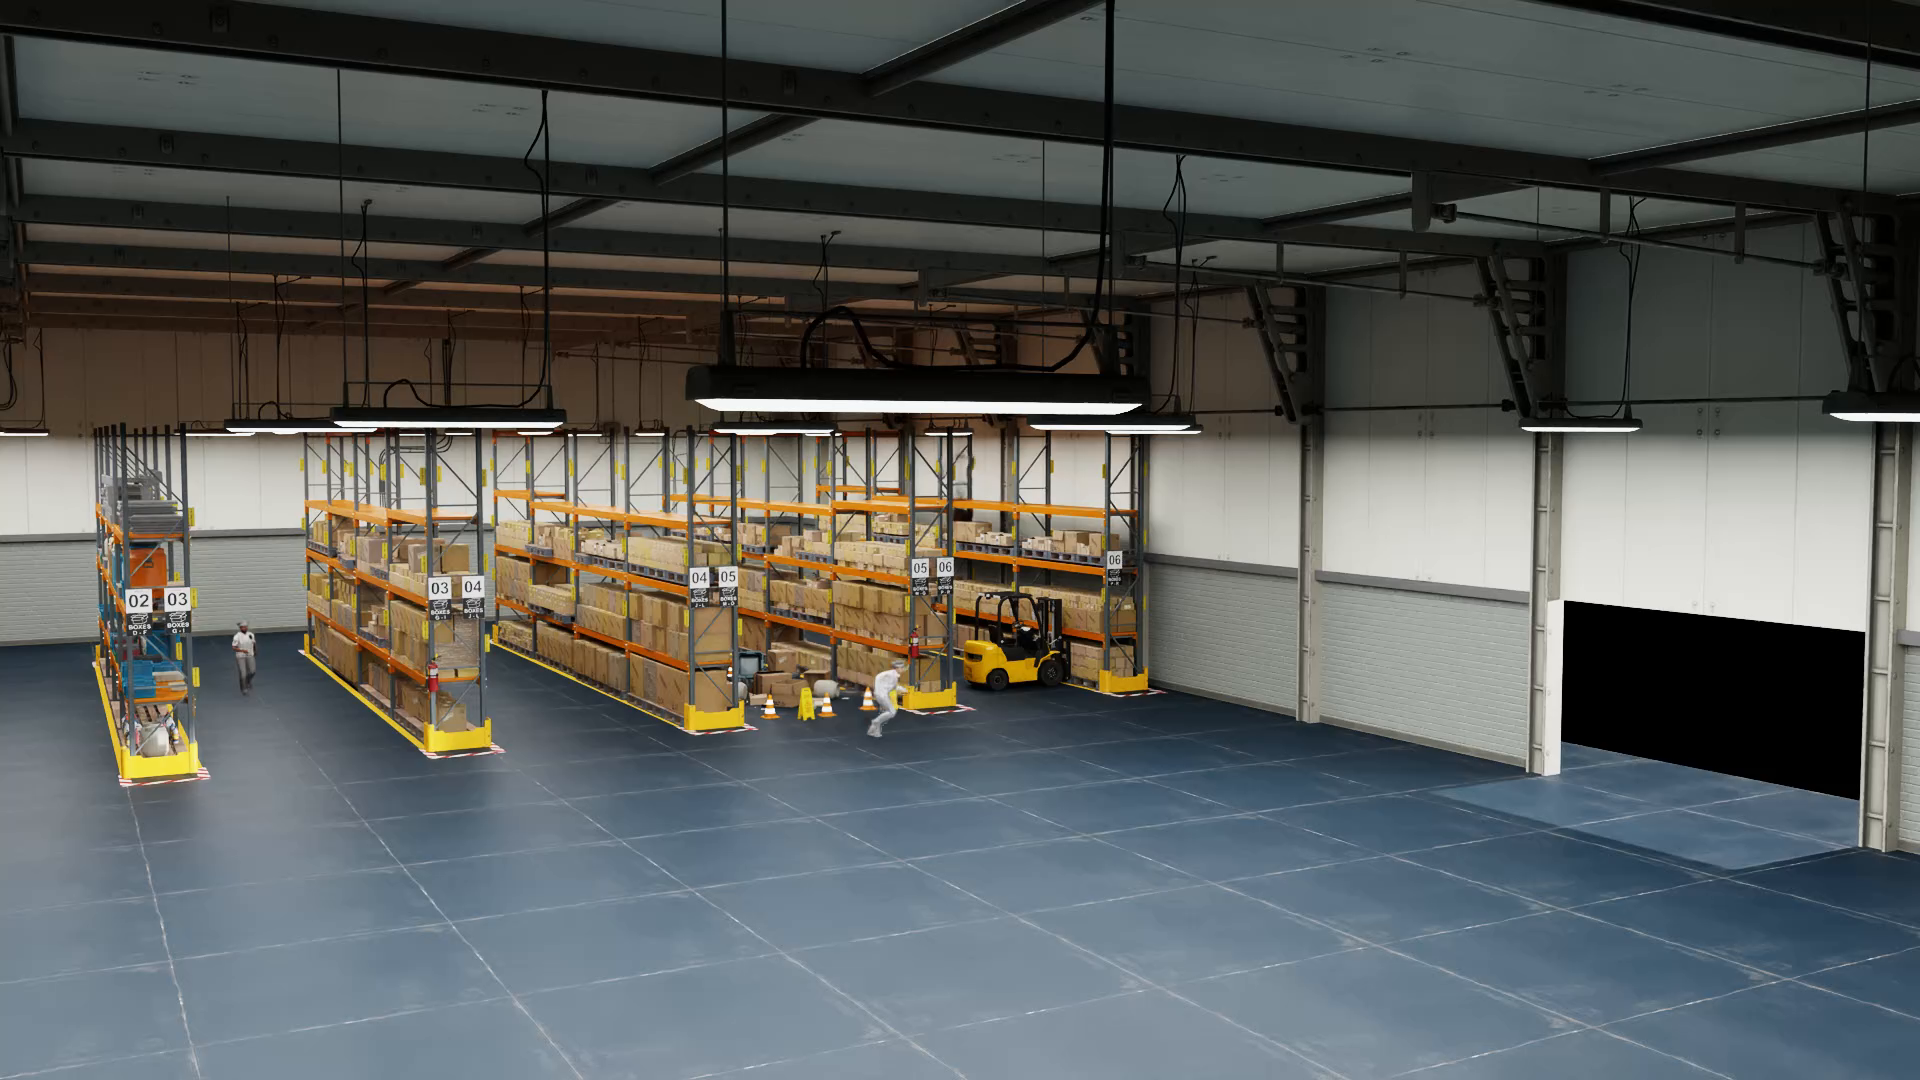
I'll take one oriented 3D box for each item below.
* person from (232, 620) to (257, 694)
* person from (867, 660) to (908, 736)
[{"bbox_3d":[-16.030,2.630,37.355,0.561,1.661,0.562,-3,4,-40],"label":"person"},{"bbox_3d":[-1.398,3.044,31.887,0.802,1.494,0.645,1,4,15],"label":"person"}]
